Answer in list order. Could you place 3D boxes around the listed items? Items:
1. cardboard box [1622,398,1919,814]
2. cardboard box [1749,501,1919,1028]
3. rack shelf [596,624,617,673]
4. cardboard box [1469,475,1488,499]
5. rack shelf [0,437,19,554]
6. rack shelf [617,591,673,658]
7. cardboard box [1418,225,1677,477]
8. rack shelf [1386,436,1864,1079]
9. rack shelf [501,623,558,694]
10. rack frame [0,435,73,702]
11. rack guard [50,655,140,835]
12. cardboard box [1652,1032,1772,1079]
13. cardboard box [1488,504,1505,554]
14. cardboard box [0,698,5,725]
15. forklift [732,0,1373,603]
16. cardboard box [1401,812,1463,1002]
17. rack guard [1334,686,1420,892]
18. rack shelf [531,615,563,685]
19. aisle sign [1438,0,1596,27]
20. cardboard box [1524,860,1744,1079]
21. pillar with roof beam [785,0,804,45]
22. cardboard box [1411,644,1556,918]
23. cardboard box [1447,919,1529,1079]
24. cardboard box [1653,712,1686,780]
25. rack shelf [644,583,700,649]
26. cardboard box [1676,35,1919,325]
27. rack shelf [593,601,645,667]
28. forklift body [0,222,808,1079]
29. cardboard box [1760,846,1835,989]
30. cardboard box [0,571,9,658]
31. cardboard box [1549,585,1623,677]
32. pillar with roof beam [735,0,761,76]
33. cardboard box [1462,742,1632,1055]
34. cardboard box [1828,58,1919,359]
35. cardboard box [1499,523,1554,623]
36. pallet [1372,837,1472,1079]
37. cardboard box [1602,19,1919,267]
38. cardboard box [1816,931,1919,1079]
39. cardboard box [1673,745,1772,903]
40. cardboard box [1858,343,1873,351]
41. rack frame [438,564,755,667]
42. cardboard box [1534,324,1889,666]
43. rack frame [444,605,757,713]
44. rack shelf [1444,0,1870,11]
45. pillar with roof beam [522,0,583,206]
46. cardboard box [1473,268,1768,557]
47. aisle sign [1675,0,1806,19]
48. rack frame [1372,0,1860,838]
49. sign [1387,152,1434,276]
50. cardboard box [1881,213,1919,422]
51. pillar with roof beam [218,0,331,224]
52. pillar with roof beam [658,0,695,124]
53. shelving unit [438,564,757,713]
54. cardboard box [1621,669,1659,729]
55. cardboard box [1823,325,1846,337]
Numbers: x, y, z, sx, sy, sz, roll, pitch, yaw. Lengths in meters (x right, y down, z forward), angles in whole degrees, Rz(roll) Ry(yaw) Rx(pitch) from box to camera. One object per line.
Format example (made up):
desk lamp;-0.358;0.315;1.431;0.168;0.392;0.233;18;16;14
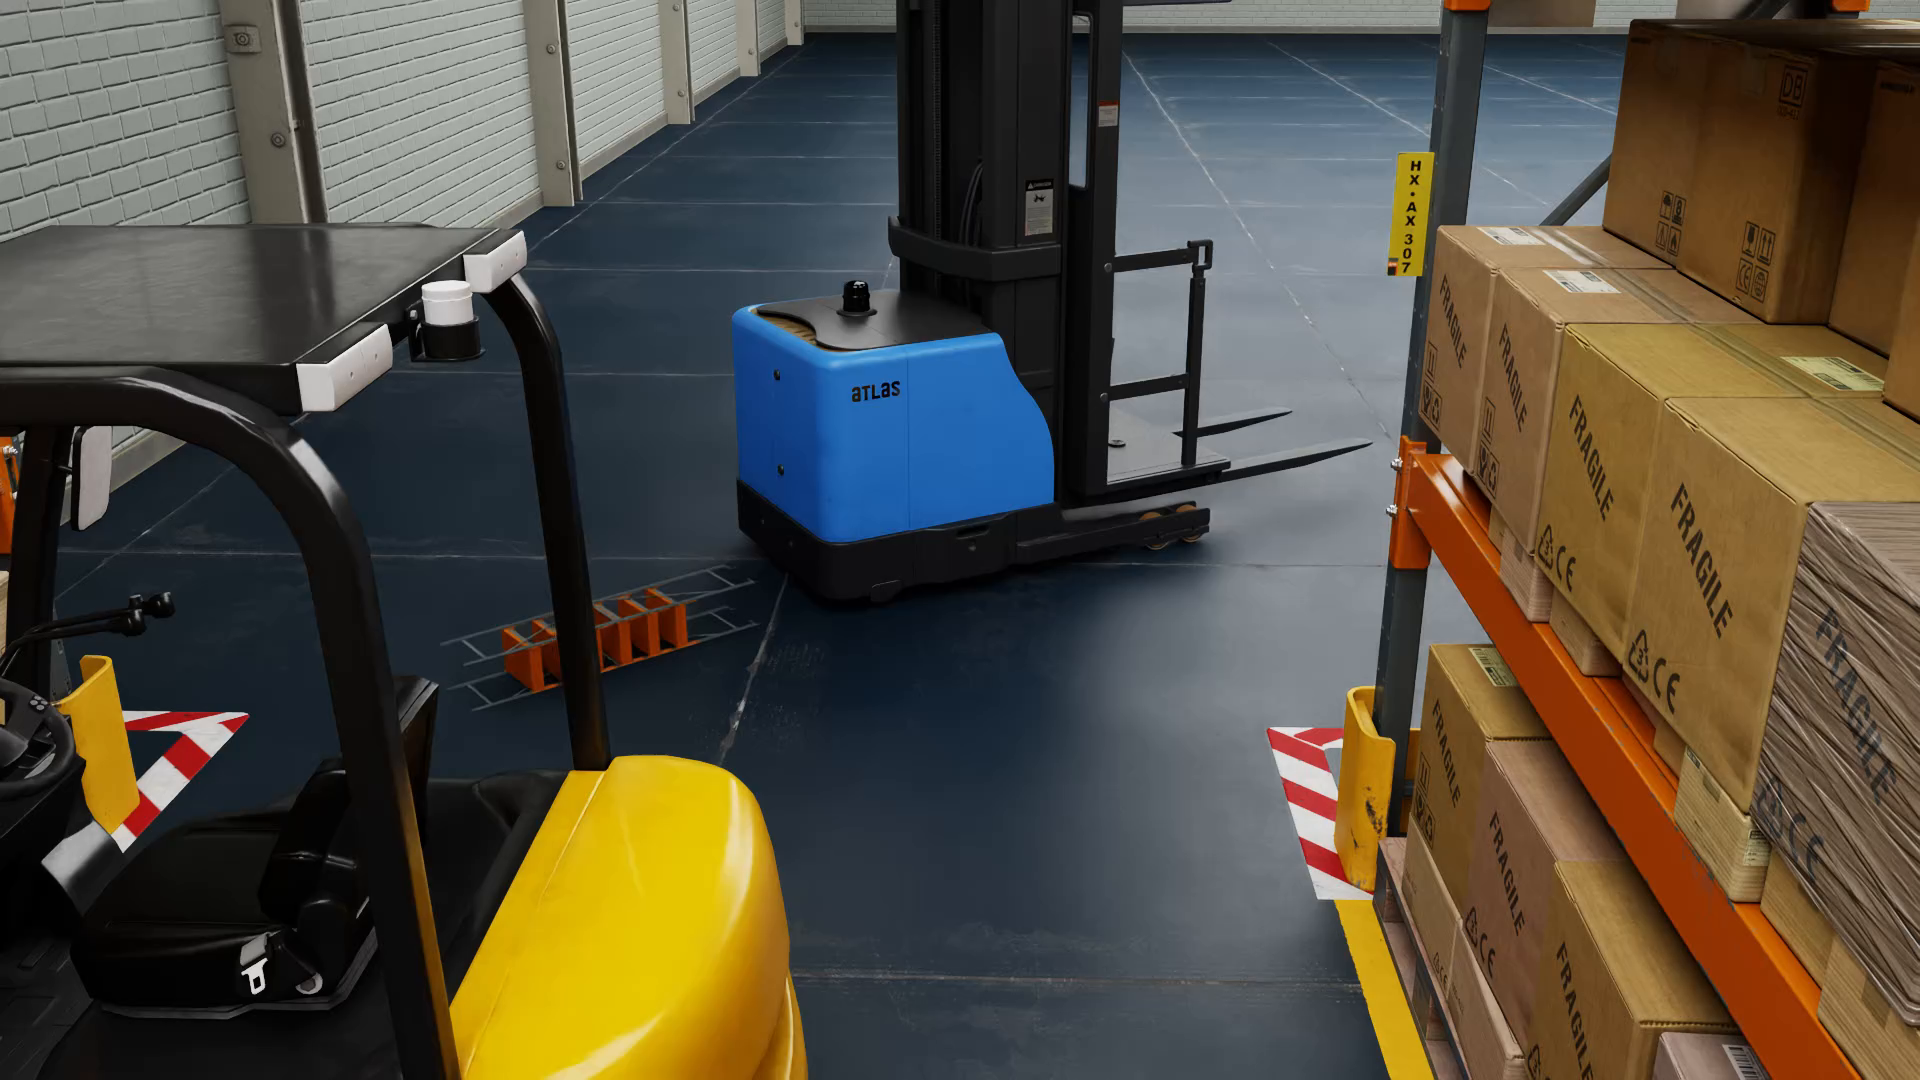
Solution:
cardboard box;1.413;0.087;2.608;0.500;0.500;0.500;0;21;1
cardboard box;1.402;0.273;2.130;0.500;0.500;0.500;1;21;3
rack shelf;-1.410;0.376;6.291;0.103;0.180;0.258;-17;27;-36
cardboard box;1.521;-0.213;4.280;0.380;0.149;0.250;1;21;2
rack shelf;-3.284;0.554;2.949;1.077;0.370;4.000;1;21;2
rack shelf;-1.223;0.320;6.431;0.103;0.180;0.258;-17;27;-36
cardboard box;1.447;-0.468;4.040;0.500;0.500;0.500;0;21;1
rack shelf;1.678;0.607;2.811;1.077;0.370;4.000;1;21;2
rack shelf;-1.597;0.431;6.151;0.103;0.180;0.258;-17;27;-36
rack frame;-3.223;-0.504;4.682;1.000;3.000;0.127;1;21;2
rack guard;-3.222;0.652;5.157;1.175;0.500;0.348;1;21;2
cardboard box;1.395;1.146;2.612;0.500;0.500;0.500;2;21;4
cardboard box;1.439;-0.027;3.799;0.380;0.149;0.250;0;21;0
cardboard box;-2.925;0.528;4.551;0.500;0.250;0.500;0;21;1
forklift;0.545;-1.477;7.283;3.031;2.935;1.130;-11;24;-27
cardboard box;1.437;0.924;4.223;0.500;0.250;0.500;0;21;1
rack guard;1.736;0.742;4.926;1.175;0.500;0.348;1;21;2
rack shelf;-1.504;0.404;6.221;0.103;0.180;0.258;-17;27;-36
aisle sign;1.430;-1.689;4.141;0.394;0.787;0.004;1;21;2
cardboard box;1.402;0.953;3.110;0.500;0.500;0.500;1;21;3
pillar with roof beam;1.070;-13.859;30.807;9.100;9.000;0.400;1;21;2
cardboard box;1.437;0.583;4.065;0.500;0.500;0.500;0;21;0
cardboard box;1.414;1.108;3.747;0.500;0.250;0.500;1;21;4
cardboard box;1.425;0.349;2.829;0.380;0.149;0.250;0;21;0
rack shelf;-1.130;0.292;6.500;0.103;0.180;0.258;-17;27;-36
cardboard box;1.918;-0.733;3.339;0.700;0.500;0.500;1;21;2
rack shelf;-1.317;0.348;6.361;0.103;0.180;0.258;-17;27;-36
forklift body;-1.457;0.597;3.017;2.313;2.155;1.214;1;21;2
cardboard box;1.387;0.533;2.356;0.380;0.149;0.250;0;21;1
cardboard box;-2.925;0.285;4.485;0.500;0.250;0.500;1;21;3
cardboard box;1.411;0.158;3.322;0.380;0.149;0.250;1;21;3
pillar with roof beam;0.888;-11.690;25.216;9.100;9.000;0.400;1;21;2
cardboard box;1.426;0.772;3.577;0.500;0.500;0.500;0;21;0
cardboard box;2.006;-0.547;2.860;0.700;0.500;0.500;0;21;1
cardboard box;1.385;0.064;3.564;0.380;0.149;0.250;1;21;2
pallet;1.676;1.170;4.222;1.003;0.211;1.213;1;21;2
cardboard box;1.941;-0.915;3.810;0.700;0.500;0.500;0;21;0
cardboard box;1.350;0.625;2.118;0.380;0.149;0.250;0;21;1
cardboard box;1.359;0.440;2.596;0.380;0.149;0.250;1;21;2
cardboard box;1.959;-0.075;3.027;0.500;0.500;0.500;1;21;1
rack frame;-1.352;0.273;6.301;1.200;0.006;0.240;-17;27;-36
cardboard box;1.420;-0.097;3.082;0.500;0.500;0.500;0;21;1
rack frame;-1.351;0.443;6.368;1.200;0.006;0.240;-17;27;-36
rack shelf;1.678;-0.791;2.269;1.077;0.370;4.000;1;21;2
pillar with roof beam;0.523;-7.351;14.034;9.100;9.000;0.400;1;21;2
cardboard box;1.434;-0.281;3.557;0.500;0.500;0.500;1;21;3
aisle sign;2.030;-1.682;4.124;0.394;0.787;0.004;1;21;2
rack frame;1.738;-0.451;4.545;1.000;3.000;0.127;1;21;2
sign;1.196;-0.861;4.404;0.100;0.325;0.005;1;21;2
cardboard box;1.852;-0.368;2.399;0.700;0.500;0.500;1;21;1
pillar with roof beam;0.340;-5.181;8.443;9.100;9.000;0.400;1;21;2
pillar with roof beam;0.705;-9.520;19.625;9.100;9.000;0.400;1;21;2
shelving unit;-1.351;0.358;6.335;1.200;0.189;0.258;-17;27;-36
cardboard box;1.463;0.254;3.074;0.380;0.149;0.250;1;21;3
cardboard box;1.977;-0.256;3.493;0.500;0.500;0.500;1;21;2
